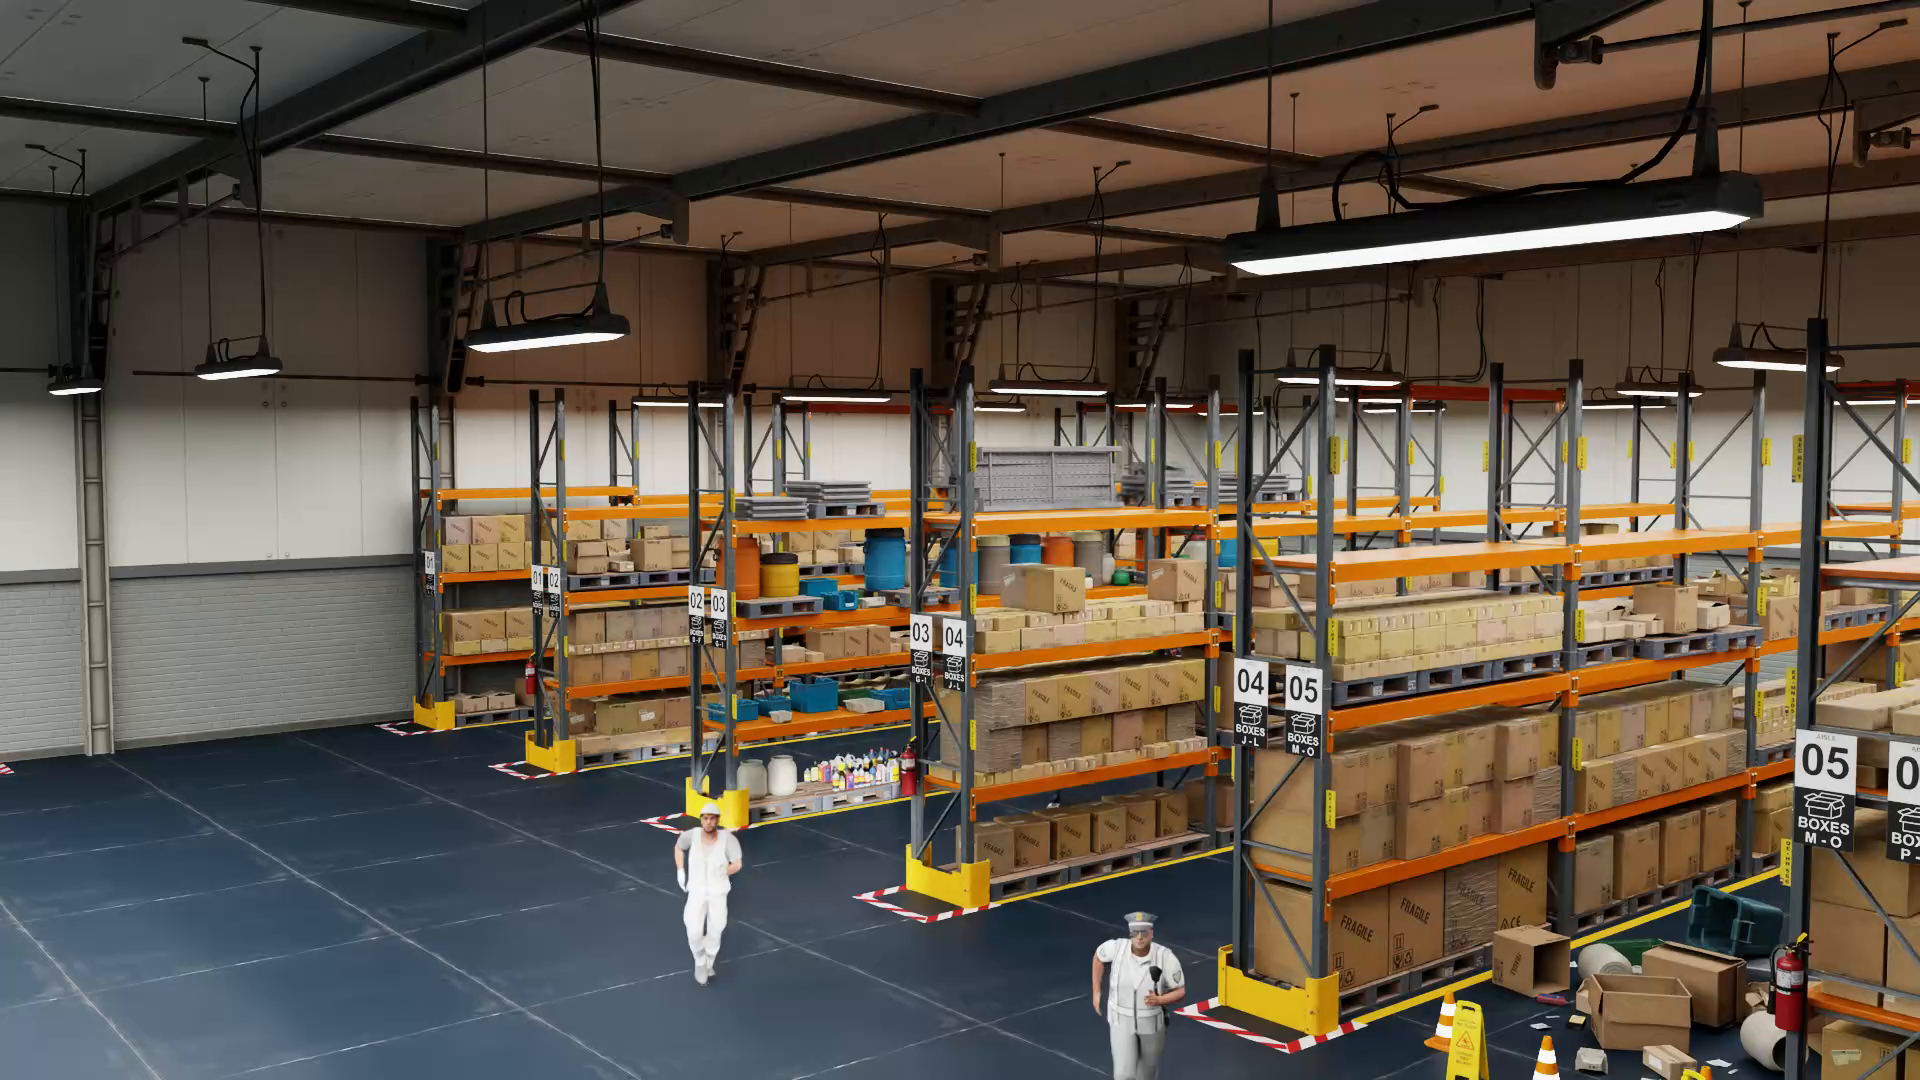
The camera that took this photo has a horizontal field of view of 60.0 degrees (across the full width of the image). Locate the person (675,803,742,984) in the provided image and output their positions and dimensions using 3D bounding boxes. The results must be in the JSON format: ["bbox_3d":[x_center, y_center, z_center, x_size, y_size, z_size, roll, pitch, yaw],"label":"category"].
[{"bbox_3d":[-2.385,3.345,15.749,0.647,1.750,0.735,0,3,-6],"label":"person"}]

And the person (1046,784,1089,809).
[{"bbox_3d":[1.514,3.014,23.572,0.520,1.579,0.918,3,4,38],"label":"person"}]

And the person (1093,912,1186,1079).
[{"bbox_3d":[1.307,3.574,12.194,0.686,1.829,0.875,0,3,8],"label":"person"}]
